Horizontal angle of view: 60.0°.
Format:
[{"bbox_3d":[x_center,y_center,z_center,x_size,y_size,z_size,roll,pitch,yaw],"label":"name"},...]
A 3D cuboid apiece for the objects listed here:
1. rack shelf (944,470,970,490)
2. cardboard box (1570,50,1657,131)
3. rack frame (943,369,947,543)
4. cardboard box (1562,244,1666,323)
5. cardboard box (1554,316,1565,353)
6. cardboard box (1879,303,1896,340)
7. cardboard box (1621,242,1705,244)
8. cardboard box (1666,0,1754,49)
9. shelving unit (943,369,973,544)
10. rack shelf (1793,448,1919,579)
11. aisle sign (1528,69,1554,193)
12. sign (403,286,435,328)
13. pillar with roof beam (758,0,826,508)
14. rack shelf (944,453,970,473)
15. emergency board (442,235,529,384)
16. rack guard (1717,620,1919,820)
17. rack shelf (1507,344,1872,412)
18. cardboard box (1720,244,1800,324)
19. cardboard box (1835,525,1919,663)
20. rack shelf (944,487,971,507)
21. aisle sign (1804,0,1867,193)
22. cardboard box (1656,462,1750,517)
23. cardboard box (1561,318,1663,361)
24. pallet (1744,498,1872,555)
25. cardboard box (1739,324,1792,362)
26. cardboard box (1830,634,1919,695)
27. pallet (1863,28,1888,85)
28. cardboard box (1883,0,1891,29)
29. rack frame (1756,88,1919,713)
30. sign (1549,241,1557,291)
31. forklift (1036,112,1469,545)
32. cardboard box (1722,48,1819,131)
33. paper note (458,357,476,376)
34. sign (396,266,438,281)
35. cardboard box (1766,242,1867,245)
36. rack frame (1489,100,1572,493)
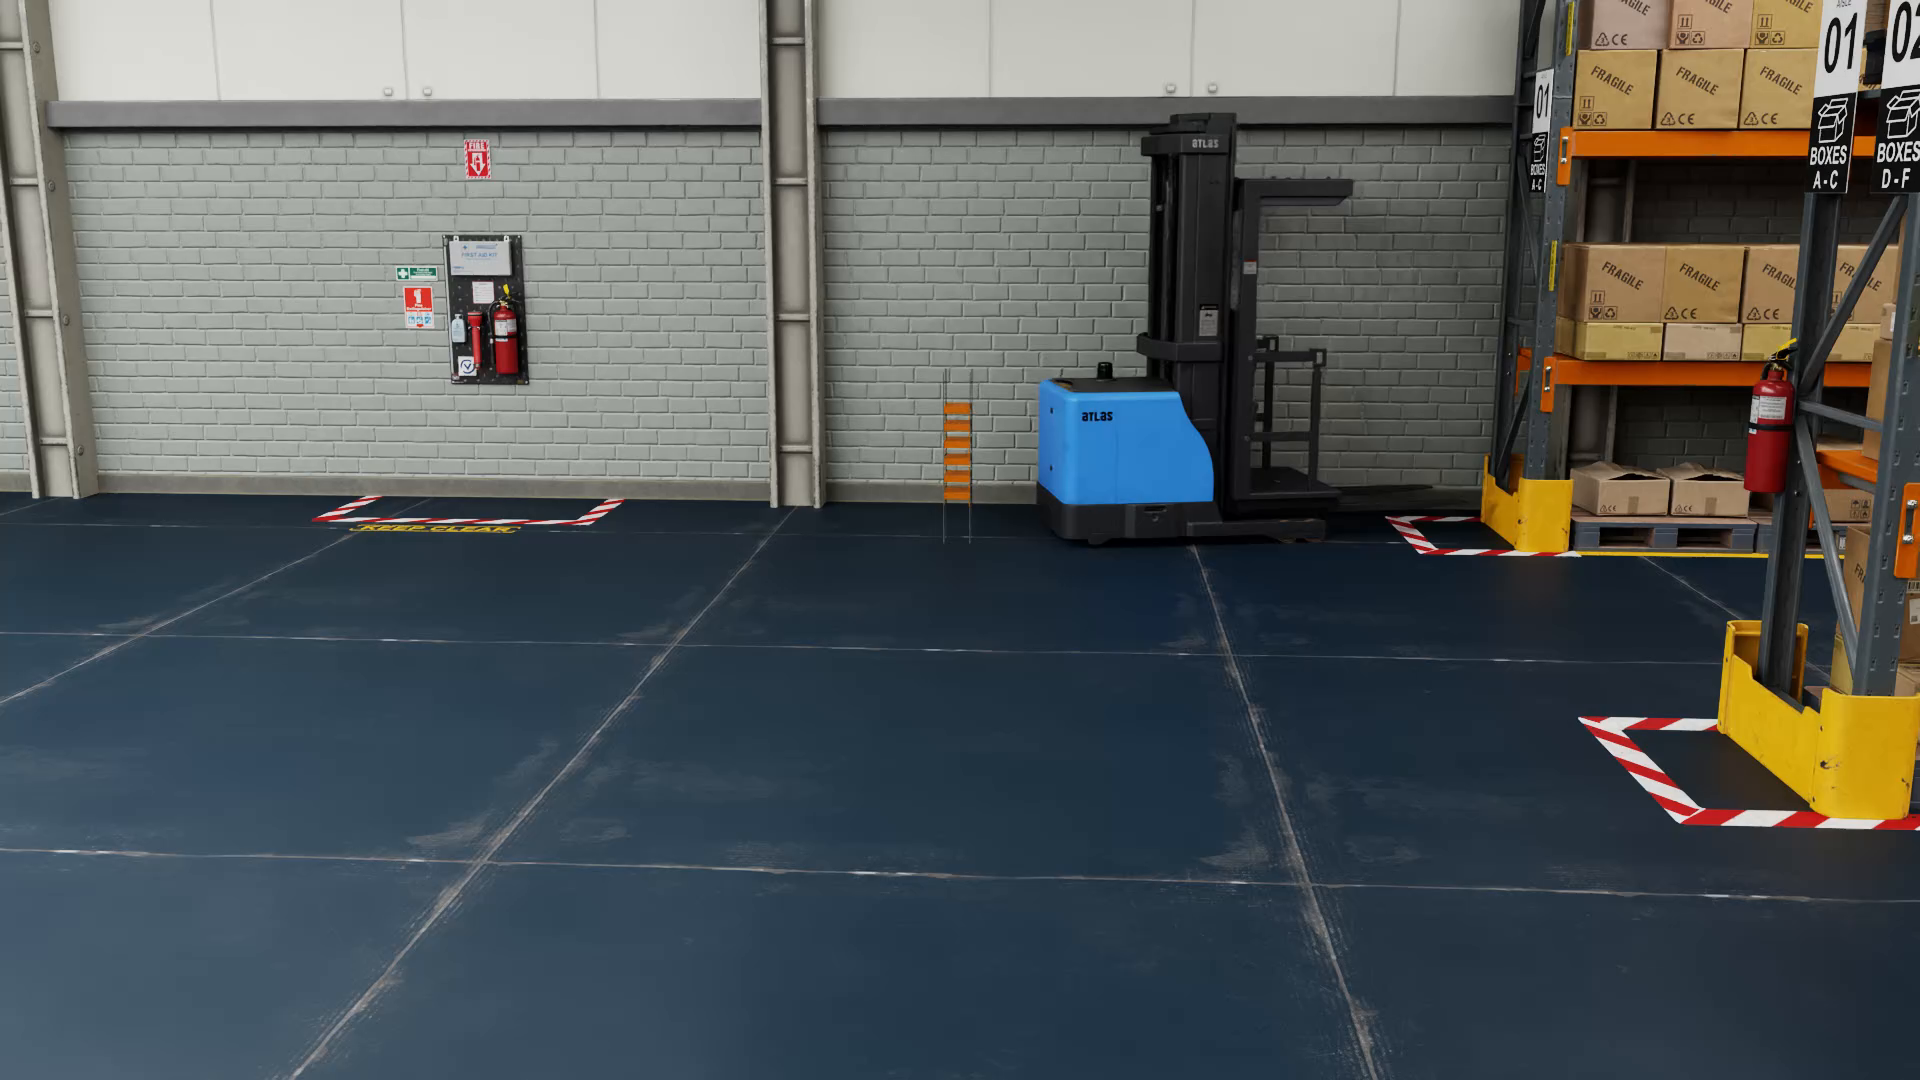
[{"bbox_3d":[-0.014,-0.427,11.680,0.180,0.103,0.258,1,12,4],"label":"rack shelf"},{"bbox_3d":[4.275,-2.974,11.041,0.500,0.500,0.500,1,12,5],"label":"cardboard box"},{"bbox_3d":[-0.106,-0.589,11.652,0.006,1.200,0.240,1,12,4],"label":"rack frame"},{"bbox_3d":[4.415,-1.738,11.238,0.500,0.500,0.500,1,12,4],"label":"cardboard box"},{"bbox_3d":[4.438,-1.472,11.798,0.500,0.250,0.500,1,12,5],"label":"cardboard box"},{"bbox_3d":[4.025,-0.891,6.873,0.250,0.149,0.380,1,12,3],"label":"cardboard box"},{"bbox_3d":[4.944,-1.834,11.697,0.500,0.500,0.500,1,12,5],"label":"cardboard box"},{"bbox_3d":[4.824,-3.447,10.860,0.500,0.500,0.500,1,12,3],"label":"cardboard box"},{"bbox_3d":[-0.014,-0.587,11.646,0.189,1.200,0.258,1,12,4],"label":"shelving unit"},{"bbox_3d":[5.627,-0.111,6.731,4.000,0.370,1.077,1,12,4],"label":"rack shelf"},{"bbox_3d":[3.866,-2.715,11.072,0.004,0.787,0.394,1,12,4],"label":"aisle sign"},{"bbox_3d":[-4.280,-1.840,13.150,0.234,0.329,0.001,1,12,4],"label":"sign"},{"bbox_3d":[-1.560,-3.809,7.999,0.400,9.000,9.100,1,12,4],"label":"pillar with roof beam"},{"bbox_3d":[-0.014,-0.544,11.655,0.180,0.103,0.258,1,12,4],"label":"rack shelf"},{"bbox_3d":[-3.735,-1.794,13.017,0.643,1.169,0.194,1,12,4],"label":"emergency board"},{"bbox_3d":[3.607,0.732,7.046,0.348,0.500,1.175,1,12,4],"label":"rack guard"},{"bbox_3d":[5.954,-1.123,11.569,4.000,0.370,1.077,1,12,4],"label":"rack shelf"},{"bbox_3d":[5.422,-1.721,11.156,0.500,0.500,0.500,0,12,2],"label":"cardboard box"},{"bbox_3d":[4.186,0.229,7.206,0.500,0.500,0.500,1,12,4],"label":"cardboard box"},{"bbox_3d":[-0.014,-0.309,11.704,0.180,0.103,0.258,1,12,4],"label":"rack shelf"},{"bbox_3d":[3.585,-1.824,6.813,0.004,0.787,0.394,1,12,4],"label":"aisle sign"},{"bbox_3d":[5.211,-0.366,11.686,0.500,0.311,0.500,2,12,8],"label":"cardboard box"},{"bbox_3d":[4.424,-1.368,11.298,0.500,0.250,0.500,0,12,2],"label":"cardboard box"},{"bbox_3d":[6.056,-0.101,11.737,1.213,0.211,1.003,1,12,4],"label":"pallet"},{"bbox_3d":[5.451,-1.355,11.239,0.500,0.250,0.500,1,12,3],"label":"cardboard box"},{"bbox_3d":[4.186,0.597,7.280,0.500,0.250,0.500,1,12,4],"label":"cardboard box"},{"bbox_3d":[4.335,-1.901,6.419,1.213,0.211,1.003,1,12,4],"label":"pallet"},{"bbox_3d":[6.362,-3.426,10.760,0.500,0.500,0.500,0,12,2],"label":"cardboard box"},{"bbox_3d":[3.631,-0.491,6.788,0.127,3.000,1.000,1,12,4],"label":"rack frame"},{"bbox_3d":[3.922,-1.816,11.008,0.005,0.325,0.100,1,12,4],"label":"sign"},{"bbox_3d":[2.128,-1.515,11.854,3.031,2.935,1.130,-2,12,-8],"label":"forklift"},{"bbox_3d":[5.327,-2.953,10.941,0.500,0.500,0.500,1,12,6],"label":"cardboard box"},{"bbox_3d":[-3.907,-1.379,13.186,0.142,0.148,0.016,1,12,4],"label":"paper note"},{"bbox_3d":[-4.276,-2.097,13.087,0.331,0.109,0.001,1,12,4],"label":"sign"},{"bbox_3d":[5.963,-1.821,11.635,0.500,0.500,0.500,1,12,5],"label":"cardboard box"},{"bbox_3d":[3.958,-1.503,11.626,0.127,3.000,1.000,1,12,4],"label":"rack frame"}]
